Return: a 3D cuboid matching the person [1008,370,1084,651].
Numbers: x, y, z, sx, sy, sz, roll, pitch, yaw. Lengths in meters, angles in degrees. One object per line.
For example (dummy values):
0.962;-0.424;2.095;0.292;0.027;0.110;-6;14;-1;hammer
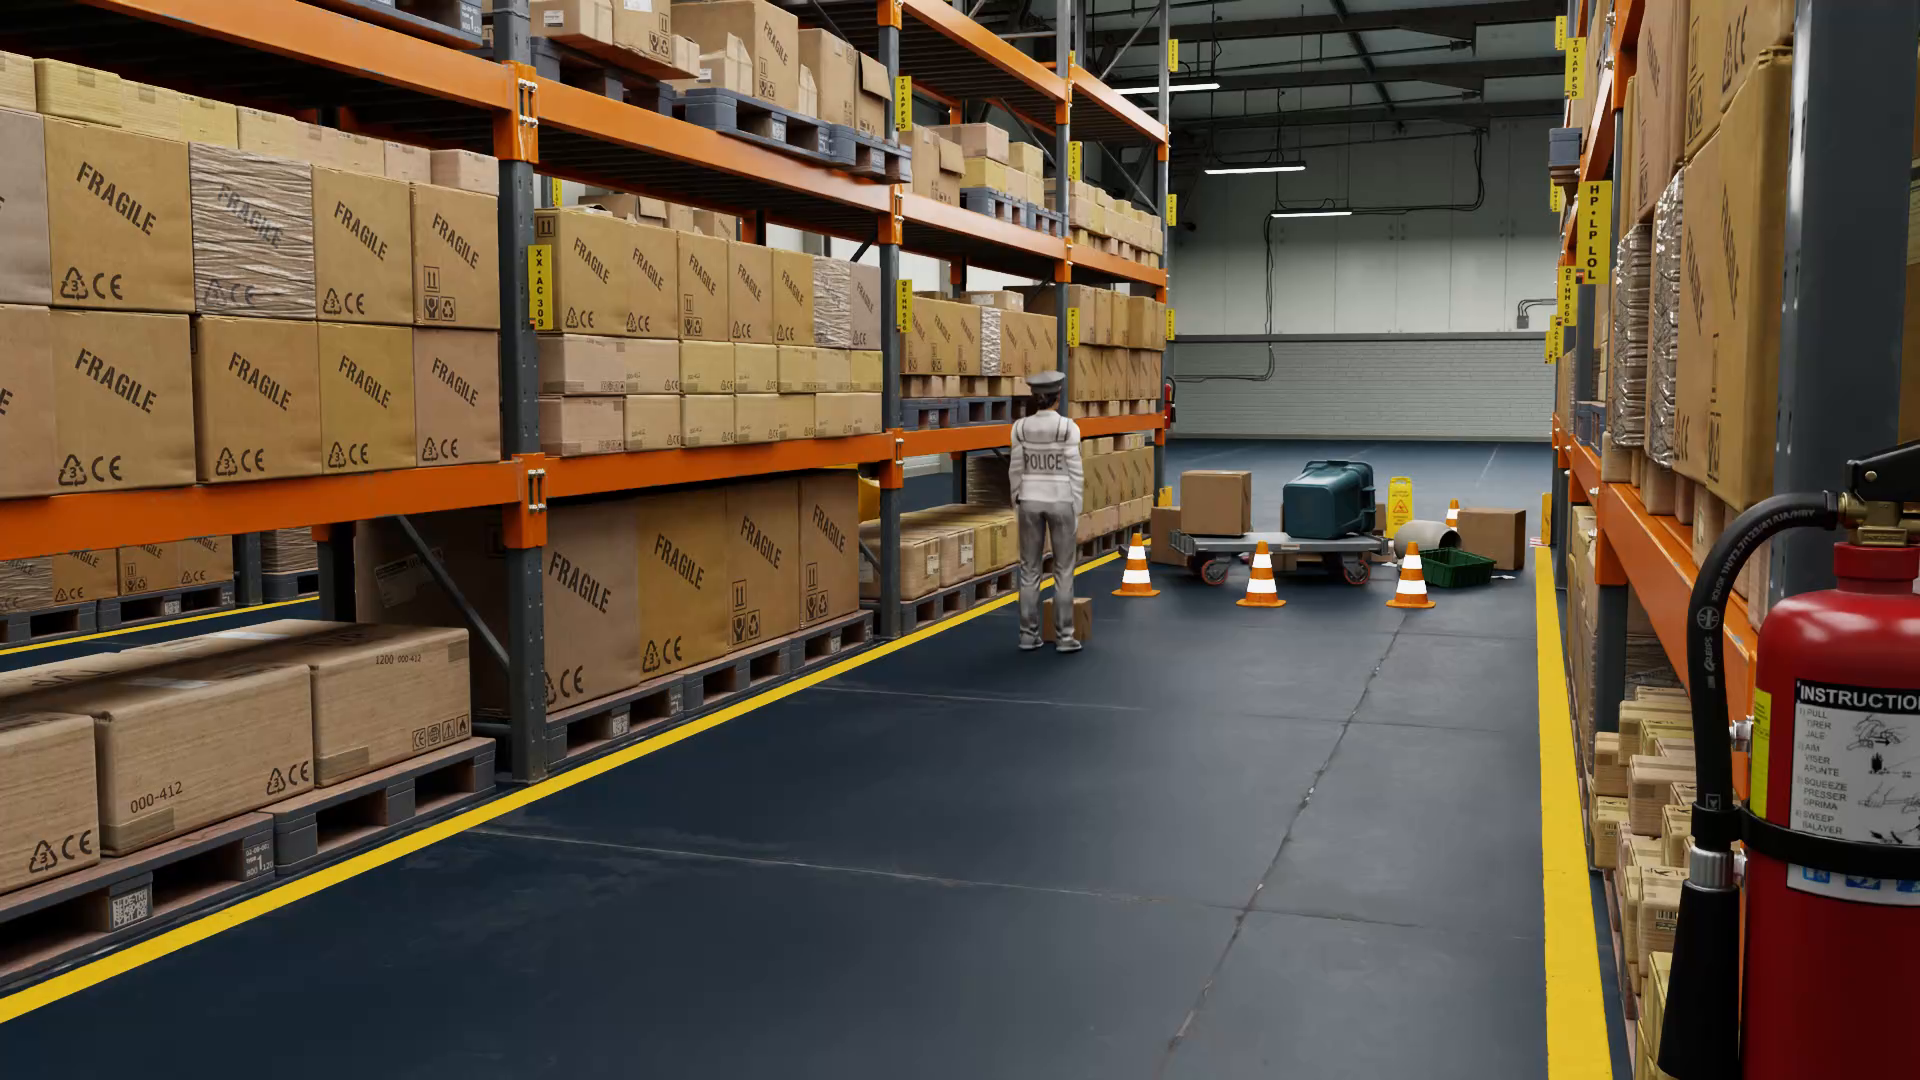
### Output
0.523;-0.171;9.958;0.473;1.685;0.345;2;6;20;person
